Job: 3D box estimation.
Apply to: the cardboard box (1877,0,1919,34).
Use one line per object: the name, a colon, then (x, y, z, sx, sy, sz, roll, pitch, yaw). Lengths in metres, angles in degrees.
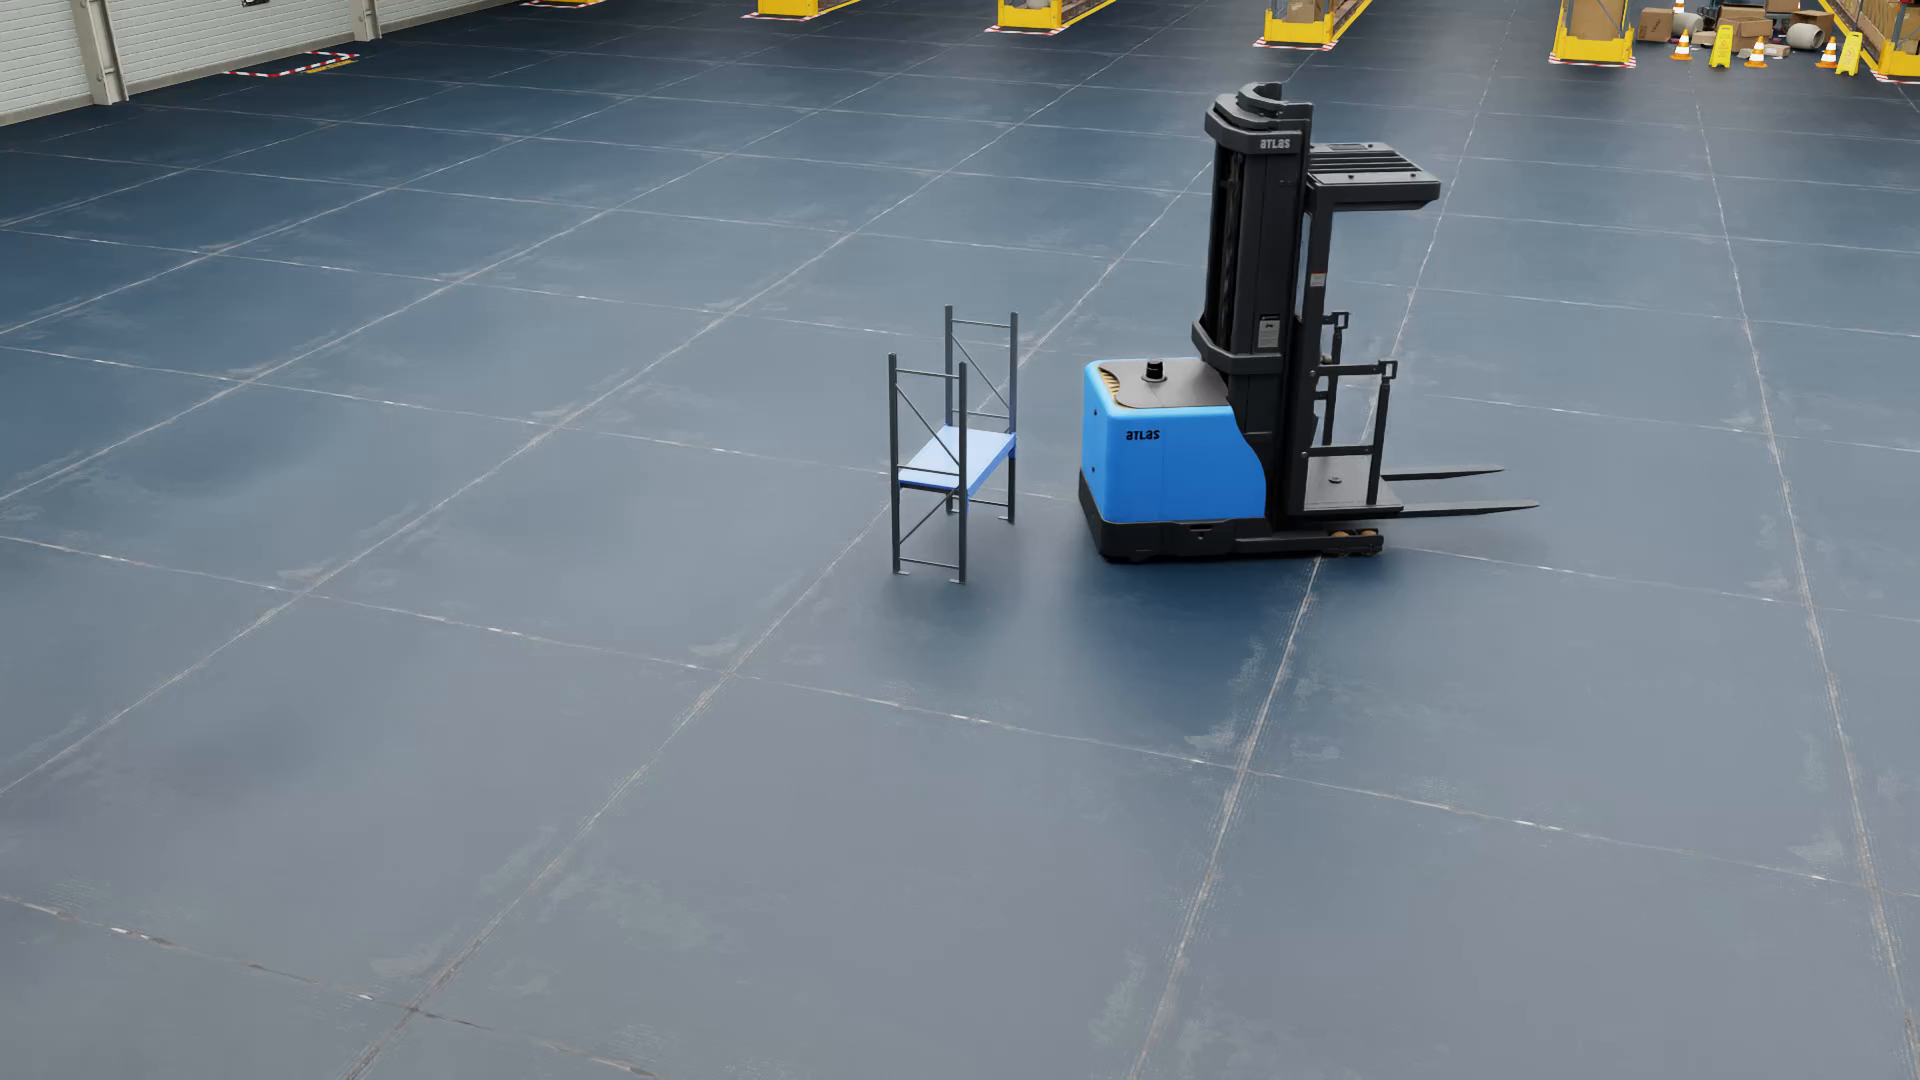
cardboard box: (15.525, -8.650, 27.487, 0.500, 0.500, 0.500, 10, 28, 19)

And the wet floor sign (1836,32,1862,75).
wet floor sign: (14.261, -7.797, 26.613, 0.267, 0.644, 0.232, 20, 32, 35)

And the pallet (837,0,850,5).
pallet: (-2.729, -11.220, 34.180, 1.003, 0.211, 1.213, 9, 27, 17)

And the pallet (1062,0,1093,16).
pallet: (1.982, -10.551, 32.799, 1.003, 0.211, 1.213, 9, 27, 17)

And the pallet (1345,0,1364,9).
pallet: (7.577, -10.926, 33.573, 1.003, 0.211, 1.213, 9, 27, 17)

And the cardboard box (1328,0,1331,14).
cardboard box: (6.605, -10.040, 30.931, 0.500, 0.500, 0.500, 11, 28, 22)

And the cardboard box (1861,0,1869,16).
cardboard box: (16.214, -9.509, 29.260, 0.500, 0.500, 0.500, 10, 28, 20)

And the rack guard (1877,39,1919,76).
rack guard: (15.359, -7.686, 26.550, 1.175, 0.500, 0.348, 9, 27, 17)

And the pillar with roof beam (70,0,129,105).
pillar with roof beam: (-8.541, -9.929, 21.431, 9.100, 9.000, 0.400, 9, 27, 17)

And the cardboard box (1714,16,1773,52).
cardboard box: (13.531, -8.745, 28.734, 0.797, 0.503, 0.637, -9, 27, -18)

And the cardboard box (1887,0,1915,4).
cardboard box: (15.413, -8.888, 27.233, 0.380, 0.149, 0.250, 10, 27, 19)

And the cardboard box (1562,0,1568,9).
cardboard box: (12.085, -10.544, 31.685, 1.050, 0.750, 0.750, 9, 27, 17)

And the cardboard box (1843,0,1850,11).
cardboard box: (17.303, -10.227, 31.465, 0.950, 0.372, 0.625, 10, 27, 19)

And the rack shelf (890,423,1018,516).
rack shelf: (-0.028, -0.478, 10.929, 0.538, 0.185, 1.000, 9, 27, 17)

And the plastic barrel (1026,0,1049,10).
plastic barrel: (1.465, -10.286, 31.425, 0.421, 0.512, 0.421, 0, 26, 0)

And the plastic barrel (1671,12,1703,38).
plastic barrel: (13.032, -9.251, 29.872, 0.421, 0.421, 0.512, -14, 29, -27)

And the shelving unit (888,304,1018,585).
shelving unit: (-0.028, -0.640, 10.851, 0.538, 1.500, 1.048, 9, 27, 17)

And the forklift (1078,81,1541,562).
forklift: (2.383, -1.433, 10.845, 3.031, 2.935, 1.130, -3, 26, -5)

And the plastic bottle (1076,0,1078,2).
plastic bottle: (2.249, -10.616, 32.440, 0.097, 0.201, 0.097, 0, 26, 0)

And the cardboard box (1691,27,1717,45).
cardboard box: (13.128, -8.896, 29.318, 0.396, 0.266, 0.258, 14, 29, 26)

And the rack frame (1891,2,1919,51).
rack frame: (15.334, -8.780, 25.941, 1.000, 3.000, 0.127, 9, 27, 17)

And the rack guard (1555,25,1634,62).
rack guard: (10.624, -8.321, 27.862, 1.175, 0.500, 0.348, 9, 27, 17)

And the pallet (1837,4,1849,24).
pallet: (17.327, -9.991, 31.644, 1.003, 0.211, 1.213, 9, 27, 17)

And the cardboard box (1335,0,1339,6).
cardboard box: (6.965, -10.529, 31.941, 0.500, 0.500, 0.500, 19, 32, 34)

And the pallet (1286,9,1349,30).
pallet: (6.725, -9.821, 31.292, 1.003, 0.211, 1.213, 9, 27, 17)

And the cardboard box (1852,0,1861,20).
cardboard box: (16.837, -9.645, 30.263, 0.950, 0.372, 0.625, 9, 27, 18)

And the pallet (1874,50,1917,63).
pallet: (15.663, -7.884, 27.292, 1.003, 0.211, 1.213, 9, 27, 17)

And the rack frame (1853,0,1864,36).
rack frame: (16.665, -10.423, 29.336, 1.000, 3.000, 0.127, 9, 27, 17)

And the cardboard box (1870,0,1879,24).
cardboard box: (15.873, -9.074, 28.363, 0.500, 0.500, 0.500, 10, 28, 20)

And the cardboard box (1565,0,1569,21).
cardboard box: (11.086, -9.339, 29.052, 0.875, 0.875, 0.875, 8, 27, 17)

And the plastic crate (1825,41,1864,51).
plastic crate: (15.369, -8.583, 28.885, 0.402, 0.080, 0.583, 0, 26, -1)

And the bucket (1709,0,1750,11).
bucket: (14.092, -9.920, 30.309, 0.726, 0.611, 0.620, 20, 22, 35)

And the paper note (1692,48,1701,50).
paper note: (12.741, -8.500, 28.772, 0.144, 0.017, 0.142, 20, 32, 35)

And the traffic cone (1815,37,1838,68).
traffic cone: (14.260, -8.001, 27.245, 0.336, 0.463, 0.334, 9, 27, 17)

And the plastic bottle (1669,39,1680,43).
plastic bottle: (12.706, -8.831, 29.419, 0.283, 0.061, 0.133, 0, 26, -1)

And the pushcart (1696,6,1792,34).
pushcart: (14.498, -9.553, 30.548, 1.648, 0.377, 0.936, 0, 26, -1)

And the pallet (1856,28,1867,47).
pallet: (16.475, -8.887, 29.363, 1.003, 0.211, 1.213, 9, 27, 17)

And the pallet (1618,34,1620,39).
pallet: (10.824, -8.541, 28.647, 1.003, 0.211, 1.213, 9, 27, 17)

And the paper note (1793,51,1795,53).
paper note: (14.315, -8.376, 28.538, 0.032, 0.001, 0.123, 9, 27, 17)

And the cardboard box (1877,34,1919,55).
cardboard box: (15.357, -8.112, 27.236, 0.500, 0.250, 0.500, 9, 27, 17)

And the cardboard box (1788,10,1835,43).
cardboard box: (15.025, -9.056, 29.378, 0.500, 0.500, 0.500, -14, 29, -27)

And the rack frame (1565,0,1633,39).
rack frame: (10.632, -9.456, 27.338, 1.000, 3.000, 0.127, 9, 27, 17)

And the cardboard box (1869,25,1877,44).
cardboard box: (15.698, -8.530, 28.098, 0.500, 0.250, 0.500, 8, 27, 16)

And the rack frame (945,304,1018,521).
rack frame: (0.141, -0.849, 11.282, 0.500, 1.500, 0.032, 9, 27, 17)

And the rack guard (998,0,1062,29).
rack guard: (1.299, -9.848, 31.016, 1.175, 0.500, 0.348, 9, 27, 17)

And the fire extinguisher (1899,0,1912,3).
fire extinguisher: (14.861, -8.764, 25.999, 0.296, 0.674, 0.183, 9, 27, 17)

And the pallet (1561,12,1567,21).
pallet: (11.636, -9.543, 30.718, 1.003, 0.211, 1.213, 9, 27, 17)

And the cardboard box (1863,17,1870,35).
cardboard box: (16.047, -8.950, 28.967, 0.500, 0.250, 0.500, 10, 28, 20)

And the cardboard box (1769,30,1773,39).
cardboard box: (14.370, -9.169, 29.883, 0.258, 0.266, 0.396, -9, 27, -18)

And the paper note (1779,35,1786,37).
paper note: (14.880, -9.117, 30.044, 0.148, 0.019, 0.142, 9, 27, 17)

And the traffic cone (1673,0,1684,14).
traffic cone: (13.833, -10.290, 31.971, 0.336, 0.463, 0.334, 9, 27, 17)
